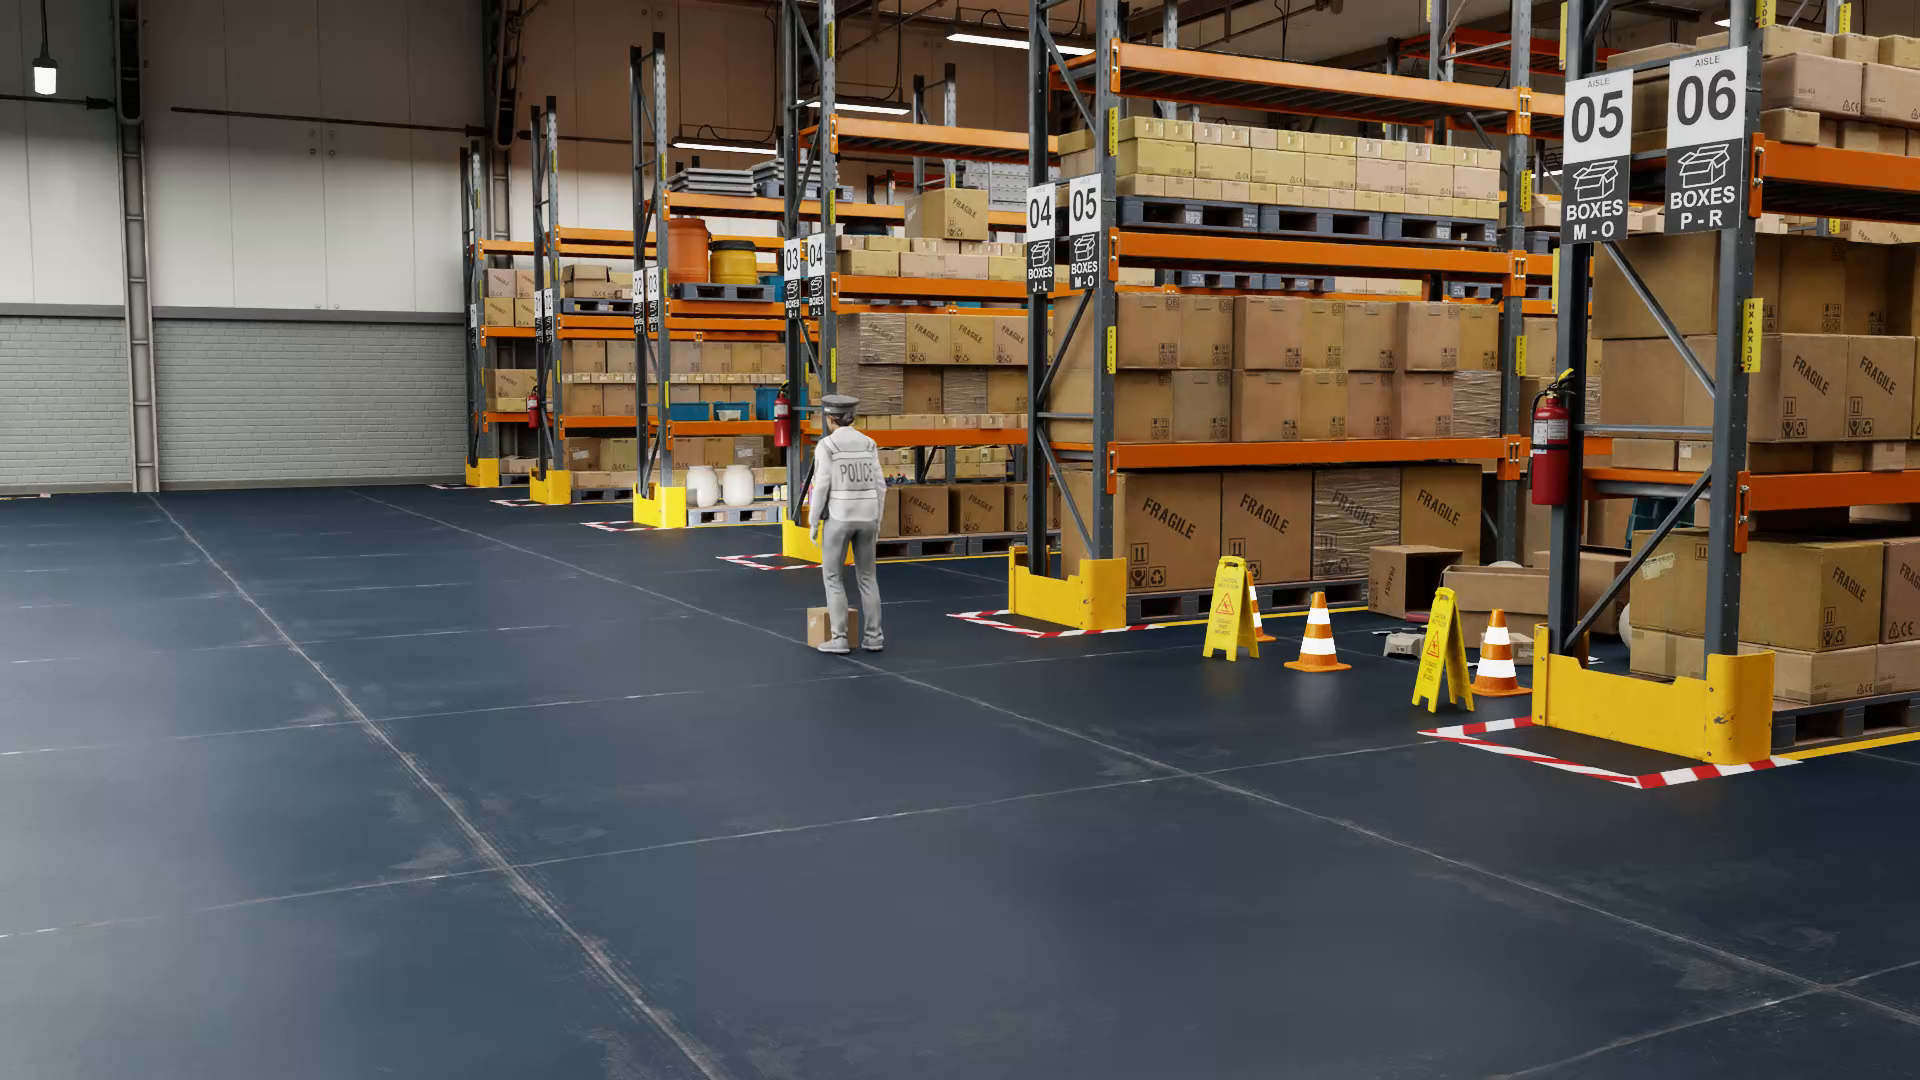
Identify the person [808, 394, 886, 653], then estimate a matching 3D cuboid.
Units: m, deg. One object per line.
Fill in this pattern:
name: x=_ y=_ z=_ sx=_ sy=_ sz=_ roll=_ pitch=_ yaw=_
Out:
person: x=-0.727 y=-0.104 z=10.725 sx=0.547 sy=1.666 sz=0.371 roll=-3 pitch=6 yaw=-32
